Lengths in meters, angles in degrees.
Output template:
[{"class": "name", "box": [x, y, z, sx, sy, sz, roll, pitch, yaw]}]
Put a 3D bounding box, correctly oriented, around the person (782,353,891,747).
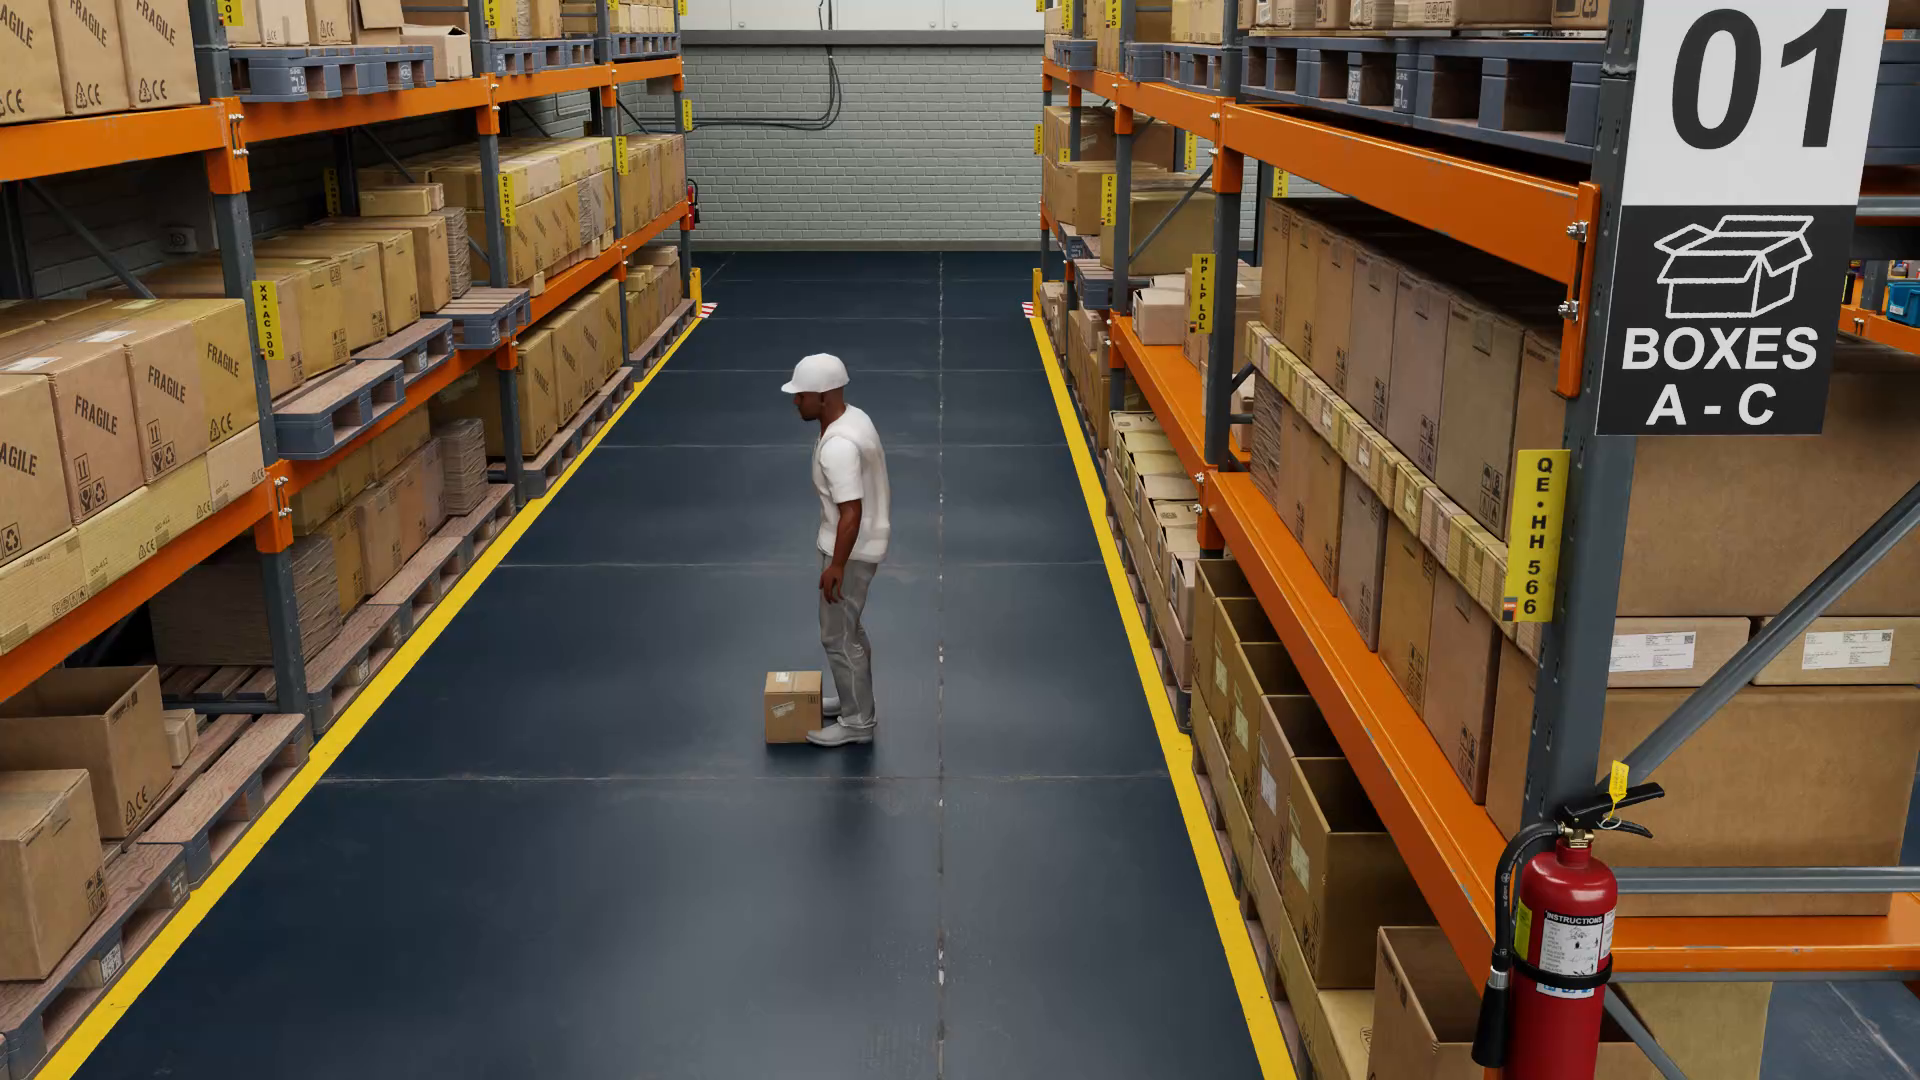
[{"class": "person", "box": [-0.537, 0.038, 7.390, 0.463, 1.760, 0.632, 0, 17, -2]}]
